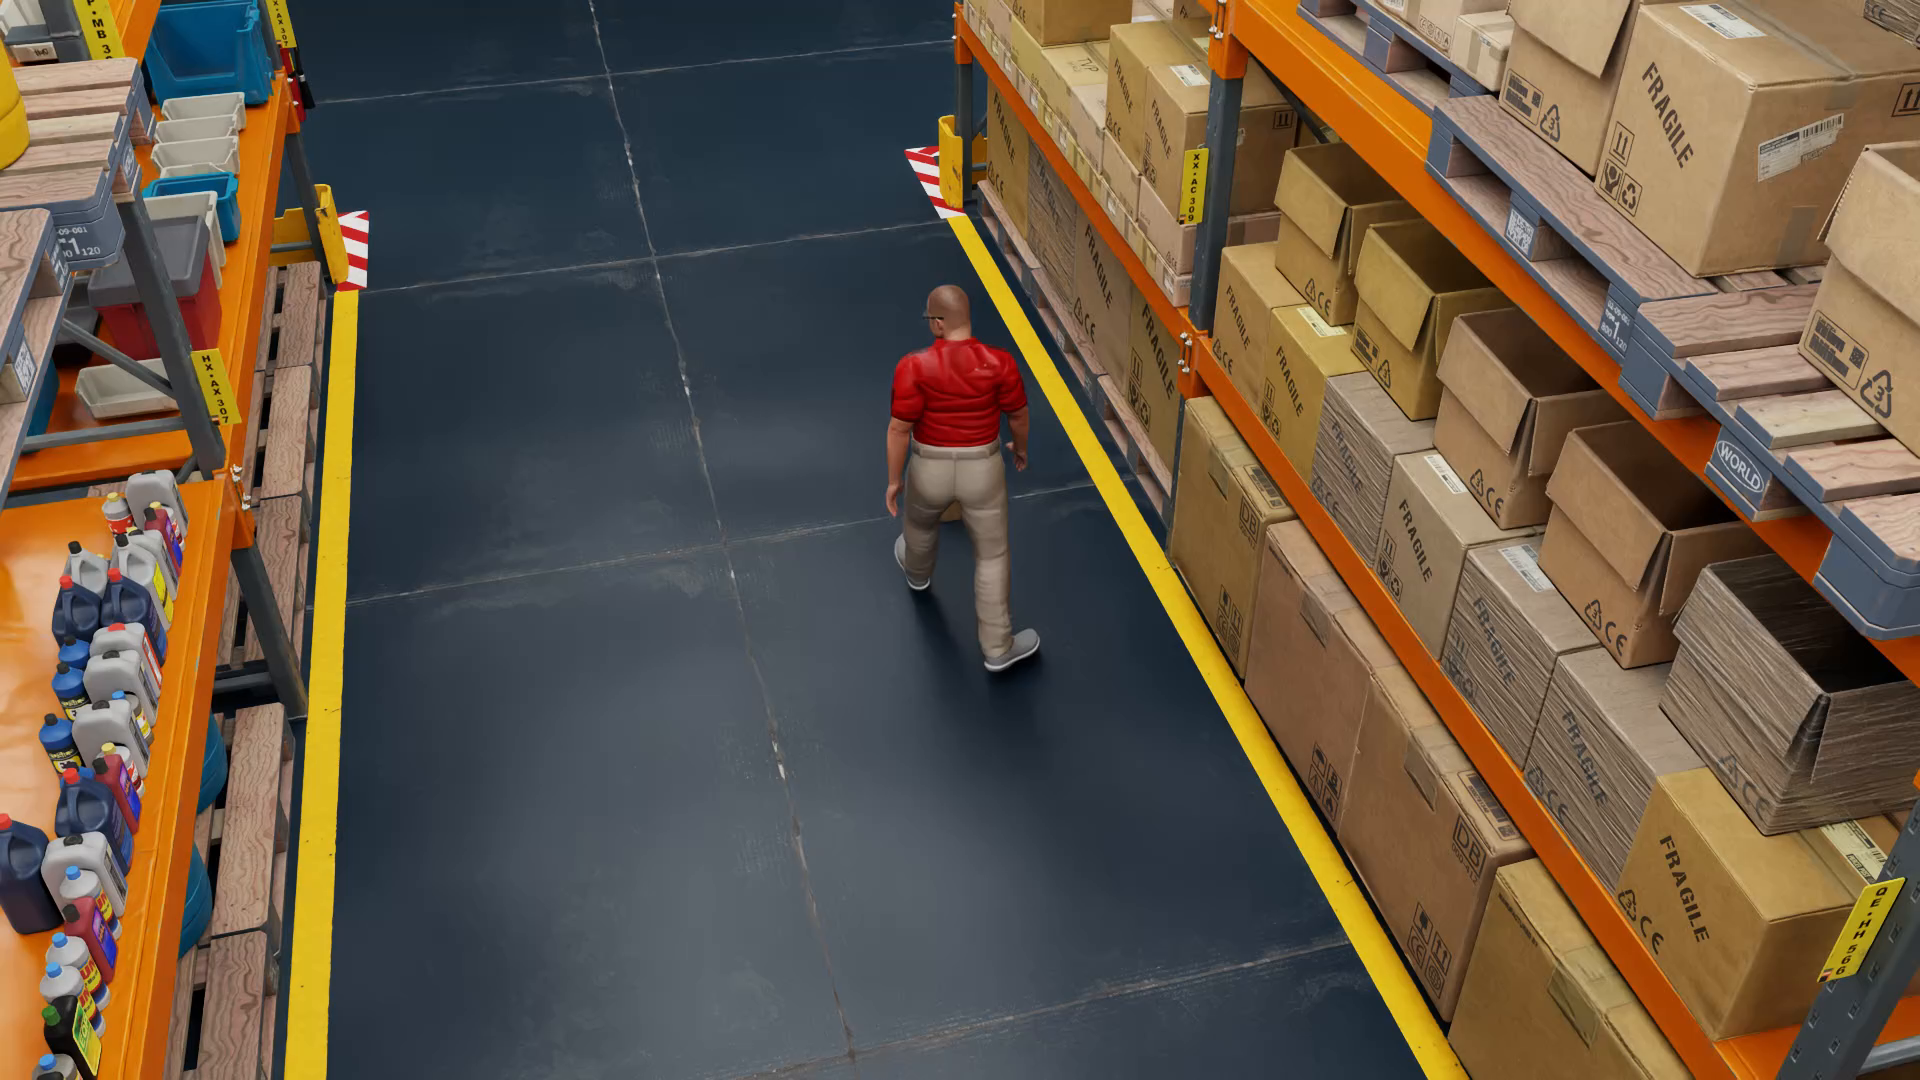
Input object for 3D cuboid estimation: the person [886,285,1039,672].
[{"bbox_3d":[0.019,-0.328,7.154,0.687,1.688,0.913,1,38,1],"label":"person"}]
